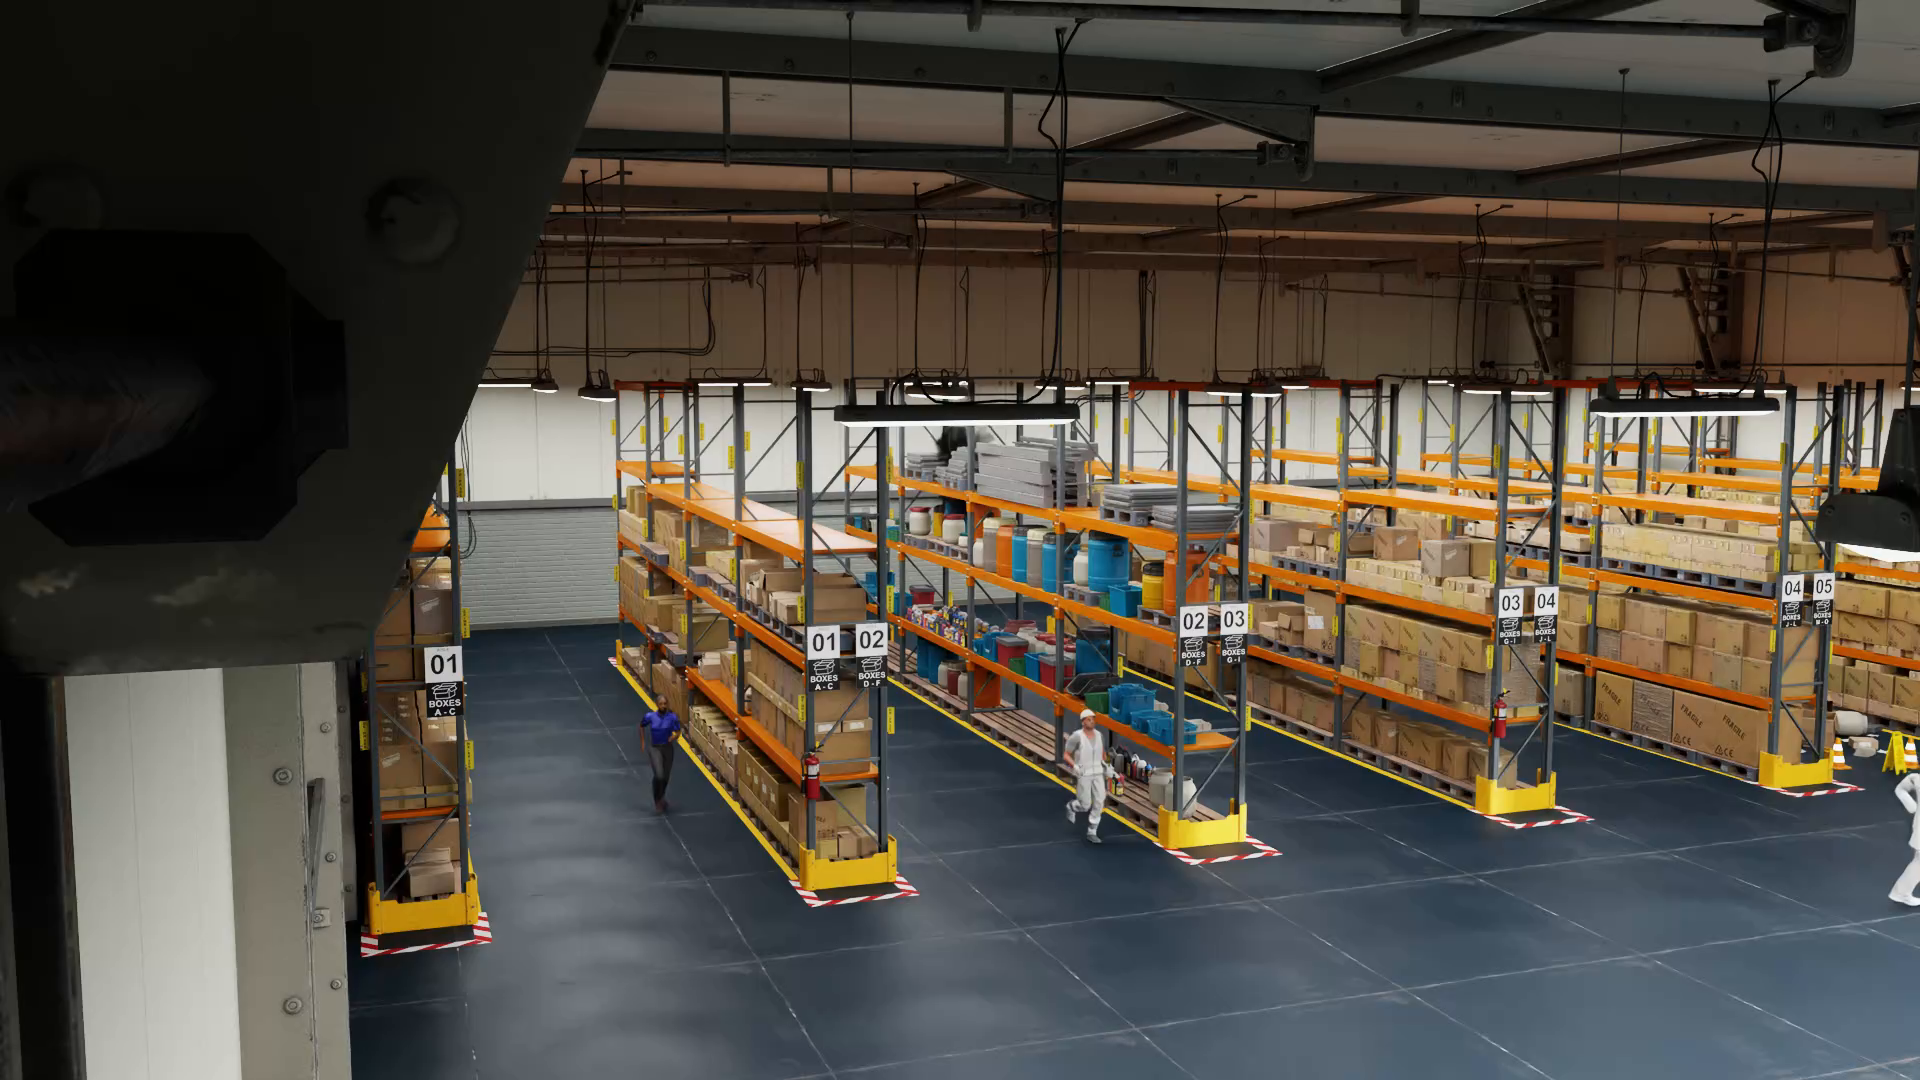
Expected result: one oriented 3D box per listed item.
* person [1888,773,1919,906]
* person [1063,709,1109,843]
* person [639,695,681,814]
[{"bbox_3d":[11.233,3.407,19.294,0.811,1.837,0.699,1,6,9],"label":"person"},{"bbox_3d":[1.712,3.125,22.203,0.651,1.736,0.741,-3,7,-25],"label":"person"},{"bbox_3d":[-4.228,3.029,23.561,0.536,1.690,0.784,-3,7,-24],"label":"person"}]
